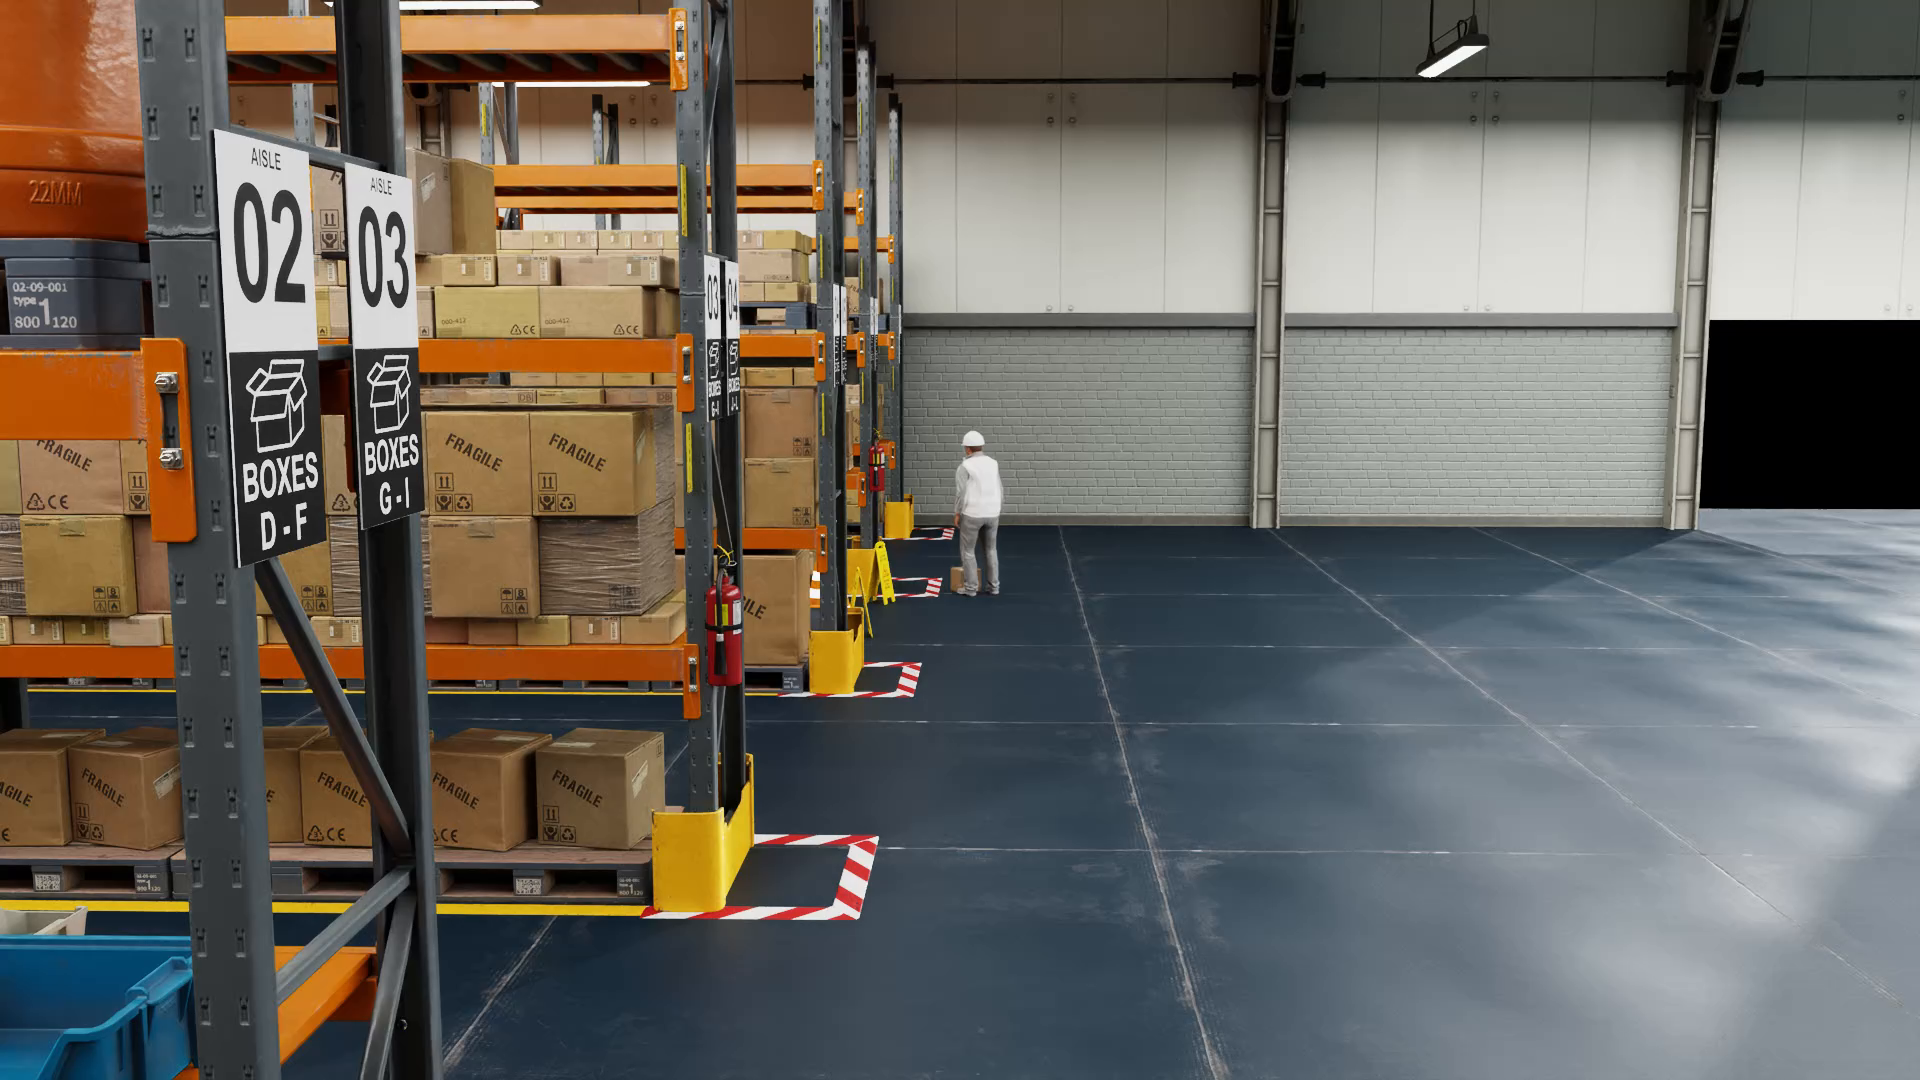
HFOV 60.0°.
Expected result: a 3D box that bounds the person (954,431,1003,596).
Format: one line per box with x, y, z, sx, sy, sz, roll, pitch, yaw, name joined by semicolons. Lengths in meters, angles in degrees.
0.194;-0.287;17.953;0.583;1.769;0.465;-4;8;-29;person
